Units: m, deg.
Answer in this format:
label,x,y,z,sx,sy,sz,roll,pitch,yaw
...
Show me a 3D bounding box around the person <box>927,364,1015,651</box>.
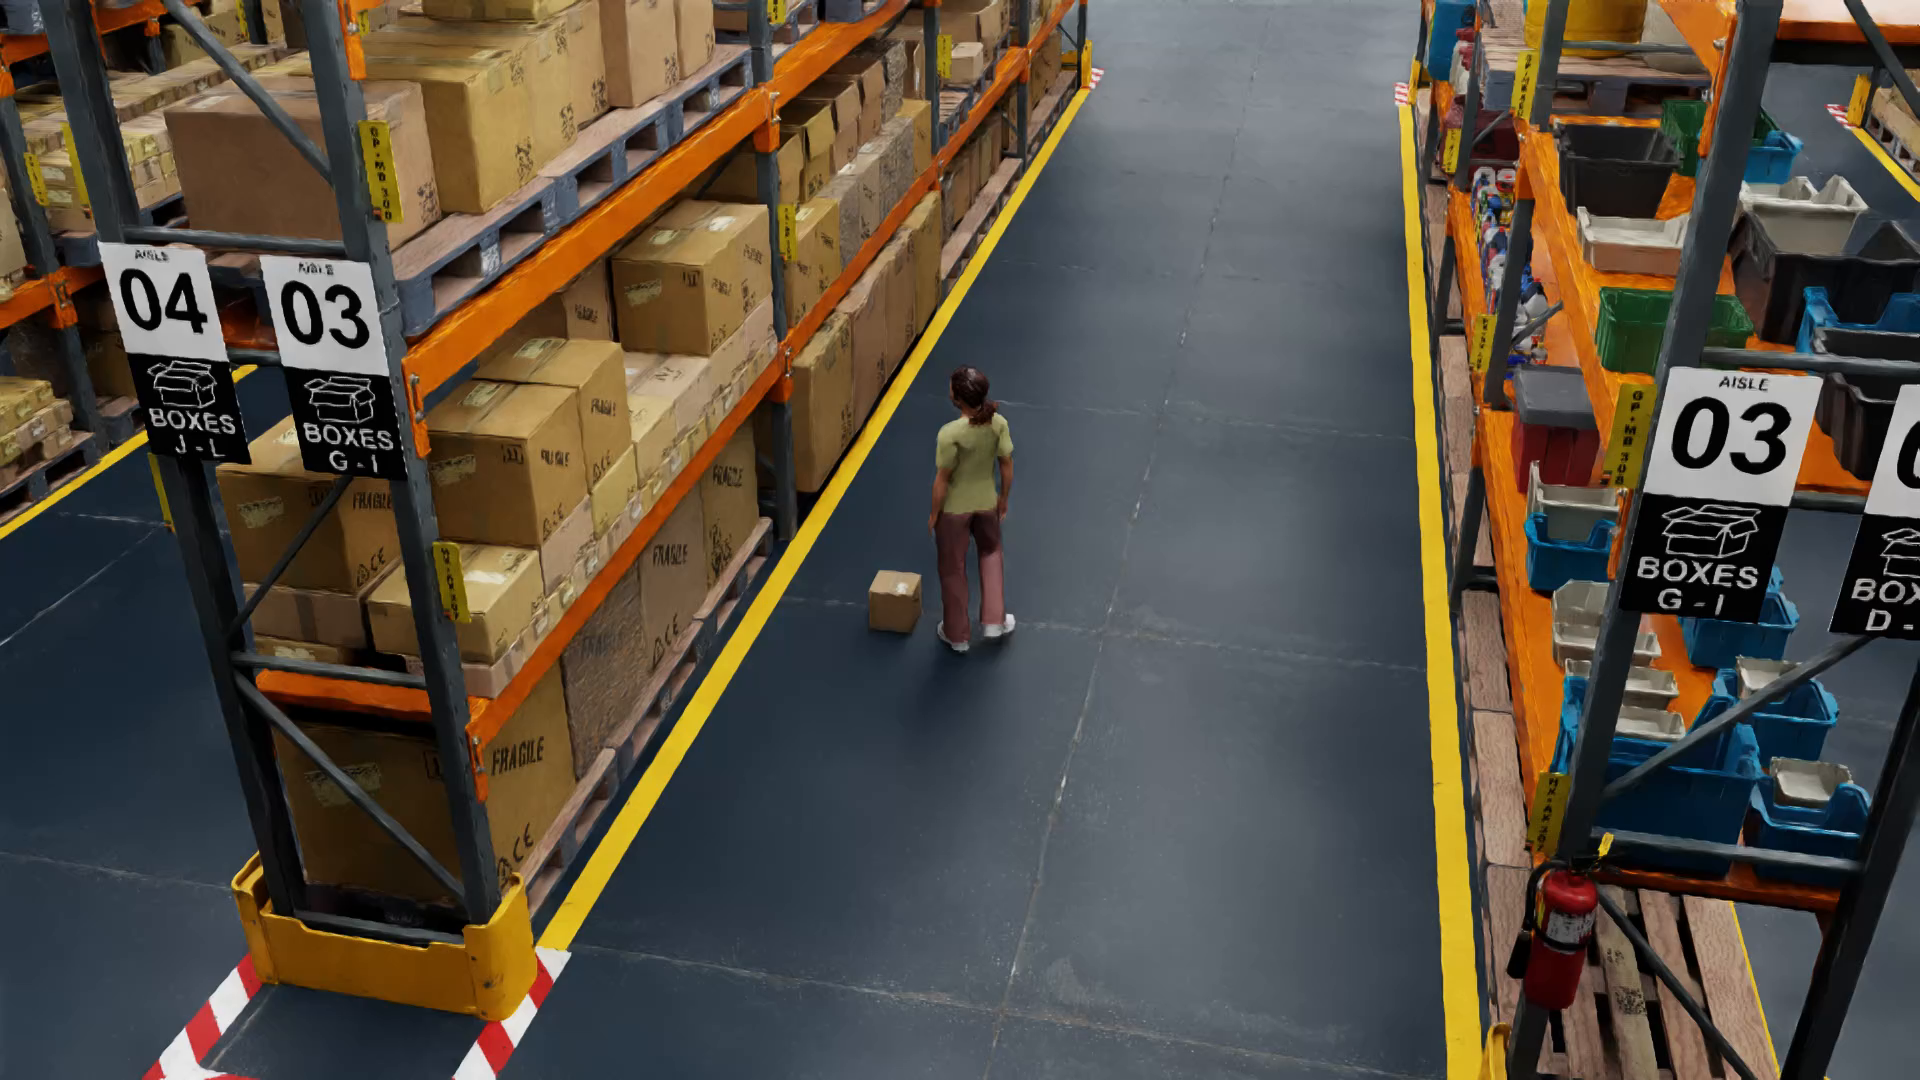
label,x,y,z,sx,sy,sz,roll,pitch,yaw
person,0.061,-0.171,8.907,0.525,1.672,0.389,-13,32,-23
